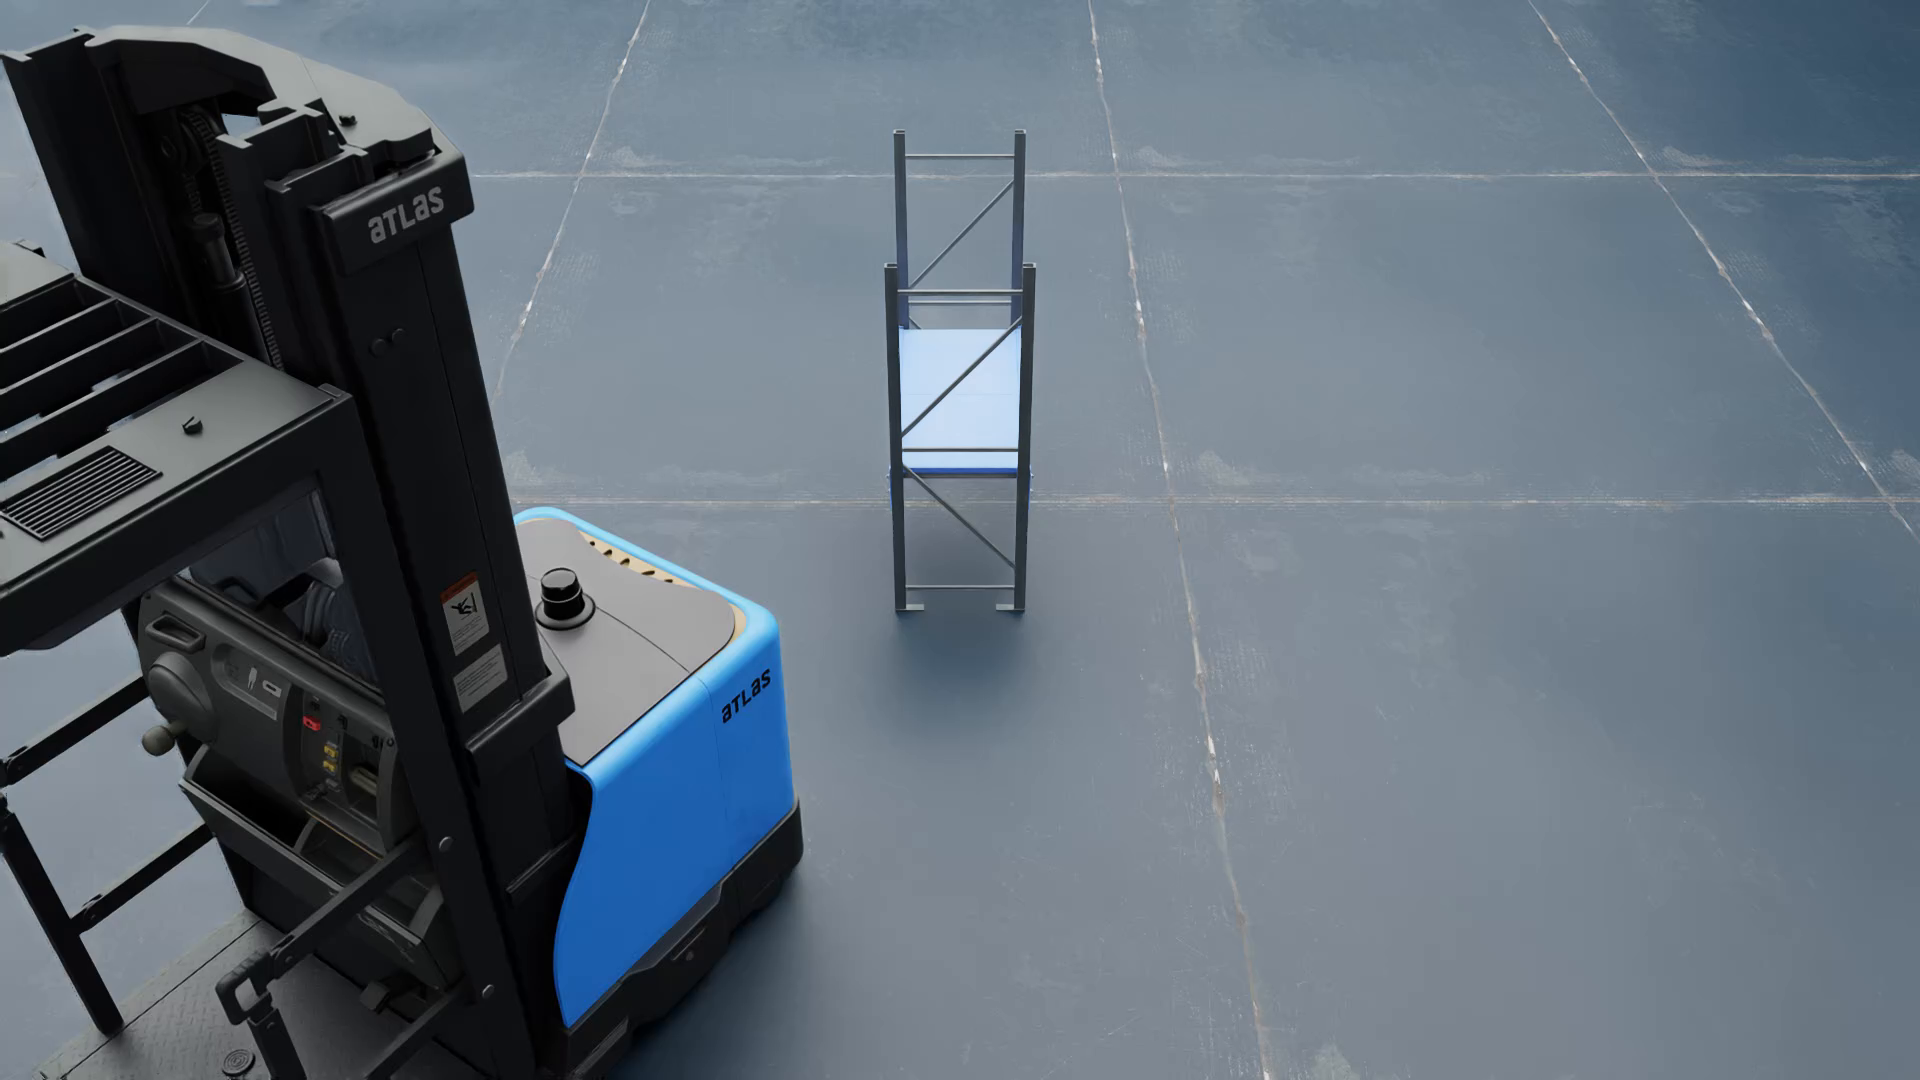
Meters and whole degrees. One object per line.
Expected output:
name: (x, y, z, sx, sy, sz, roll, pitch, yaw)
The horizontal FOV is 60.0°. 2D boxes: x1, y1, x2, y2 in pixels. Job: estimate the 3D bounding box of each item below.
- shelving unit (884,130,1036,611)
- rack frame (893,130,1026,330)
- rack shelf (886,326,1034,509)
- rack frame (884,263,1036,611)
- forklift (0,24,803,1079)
shelving unit: (0.000, -0.639, 6.348, 0.538, 1.500, 1.048, 0, 39, 0)
rack frame: (-0.001, -0.956, 6.744, 0.500, 1.500, 0.032, 0, 39, 0)
rack shelf: (0.000, -0.498, 6.460, 0.538, 0.185, 1.000, 0, 39, 0)
rack frame: (0.000, -0.321, 5.951, 0.500, 1.500, 0.032, 0, 39, 0)
forklift: (-1.755, 0.496, 3.787, 1.130, 2.935, 3.031, 23, 44, 26)
